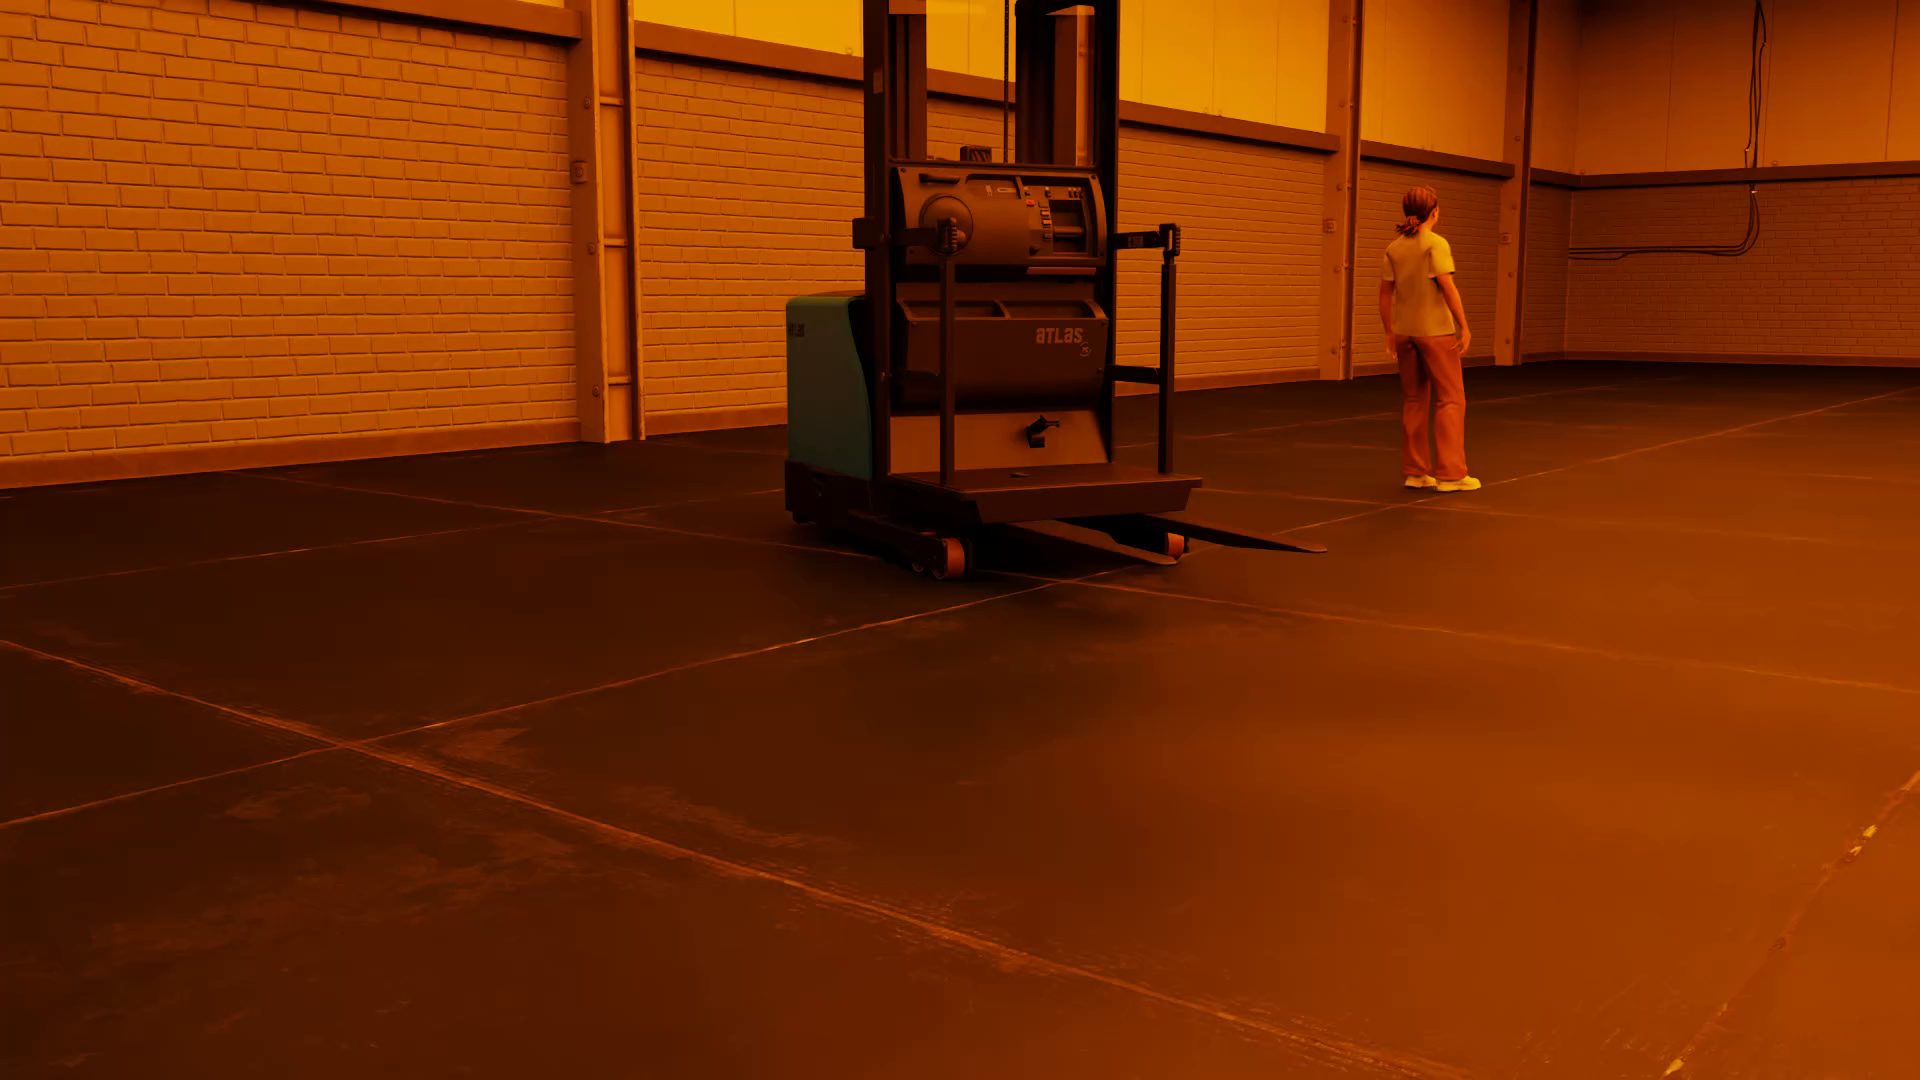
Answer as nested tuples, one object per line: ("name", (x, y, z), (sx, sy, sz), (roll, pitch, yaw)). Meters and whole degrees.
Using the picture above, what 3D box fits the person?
("person", (2.614, -1.112, 9.258), (0.482, 1.687, 0.538), (-6, 10, -35))

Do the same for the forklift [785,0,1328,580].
("forklift", (0.276, -1.370, 6.641), (1.130, 2.935, 3.031), (-4, 9, -26))
